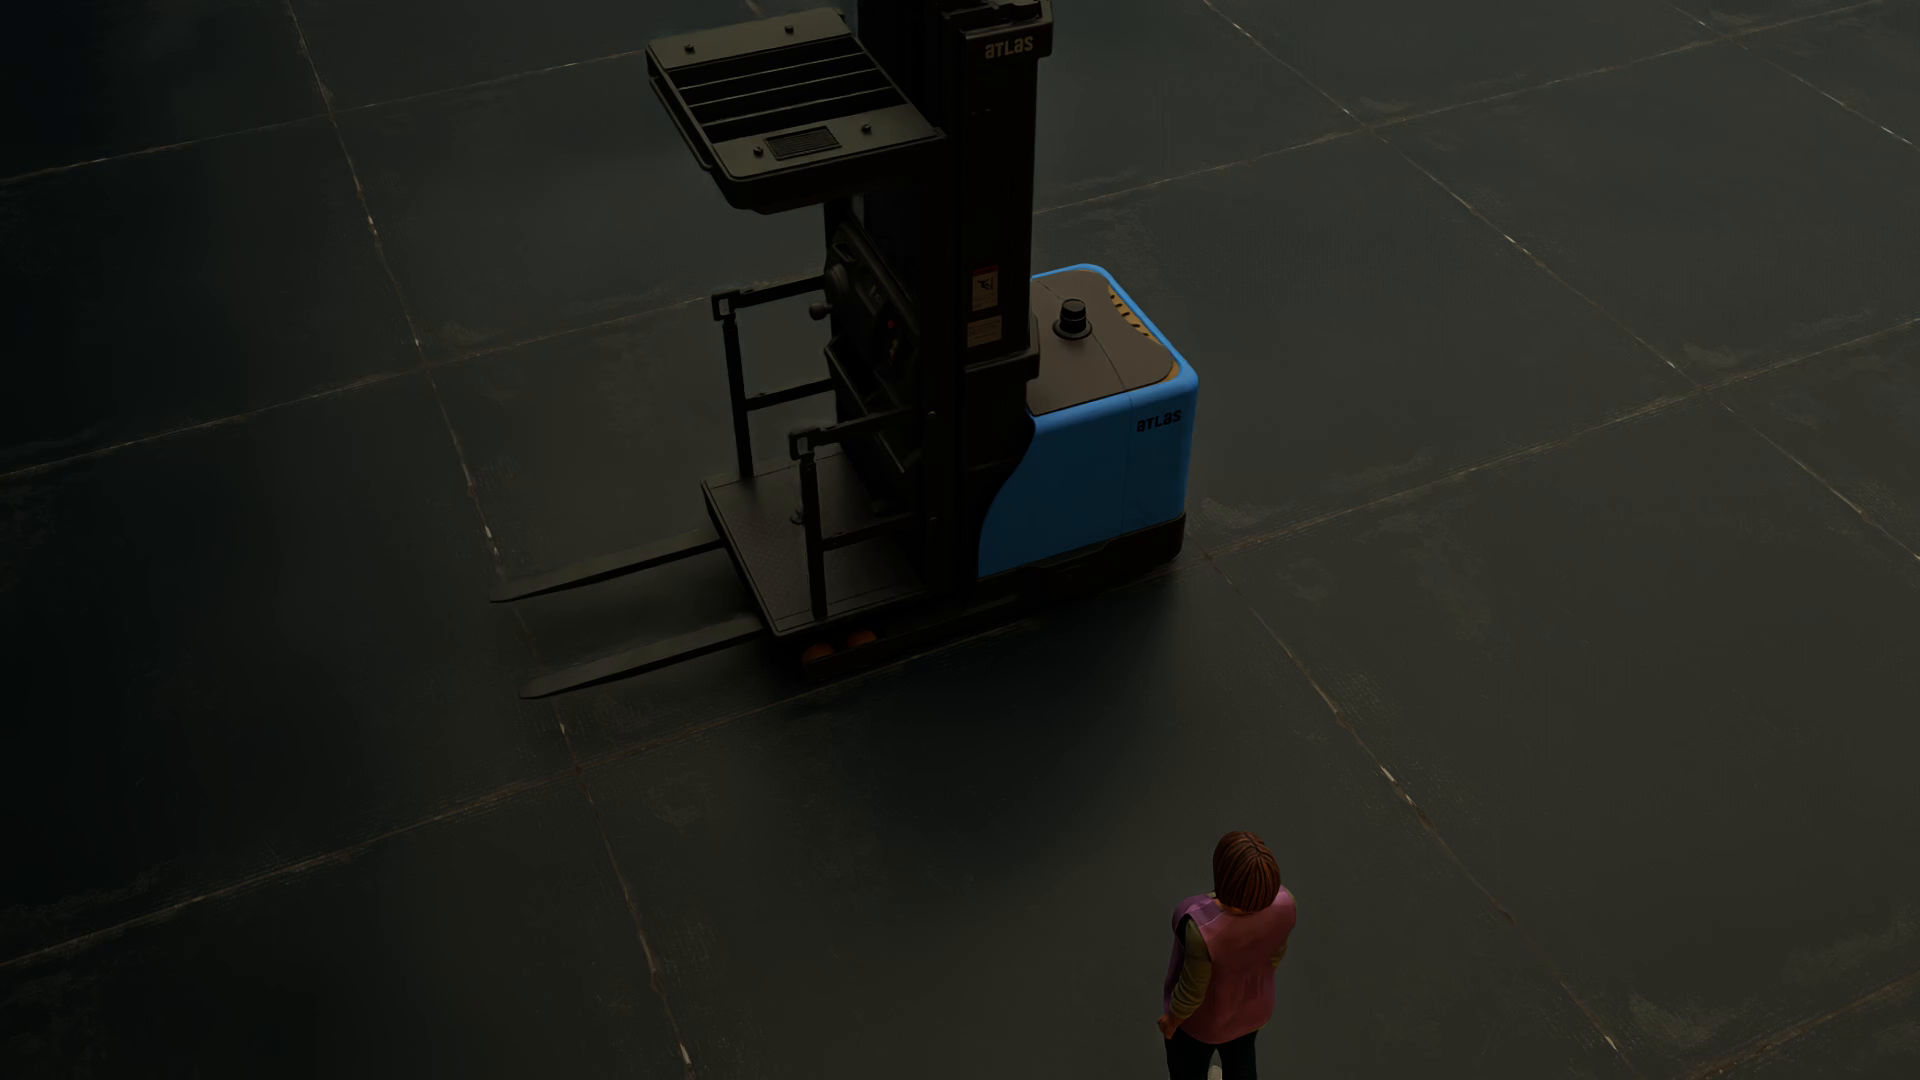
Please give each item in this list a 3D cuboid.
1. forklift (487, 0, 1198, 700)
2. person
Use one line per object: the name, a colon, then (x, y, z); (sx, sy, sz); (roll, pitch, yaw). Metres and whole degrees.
forklift: (-0.540, -0.876, 6.619); (3.031, 2.935, 1.130); (-16, 45, -17)
person: (0.795, 1.422, 5.132); (0.404, 1.603, 0.311); (-19, 46, -19)
